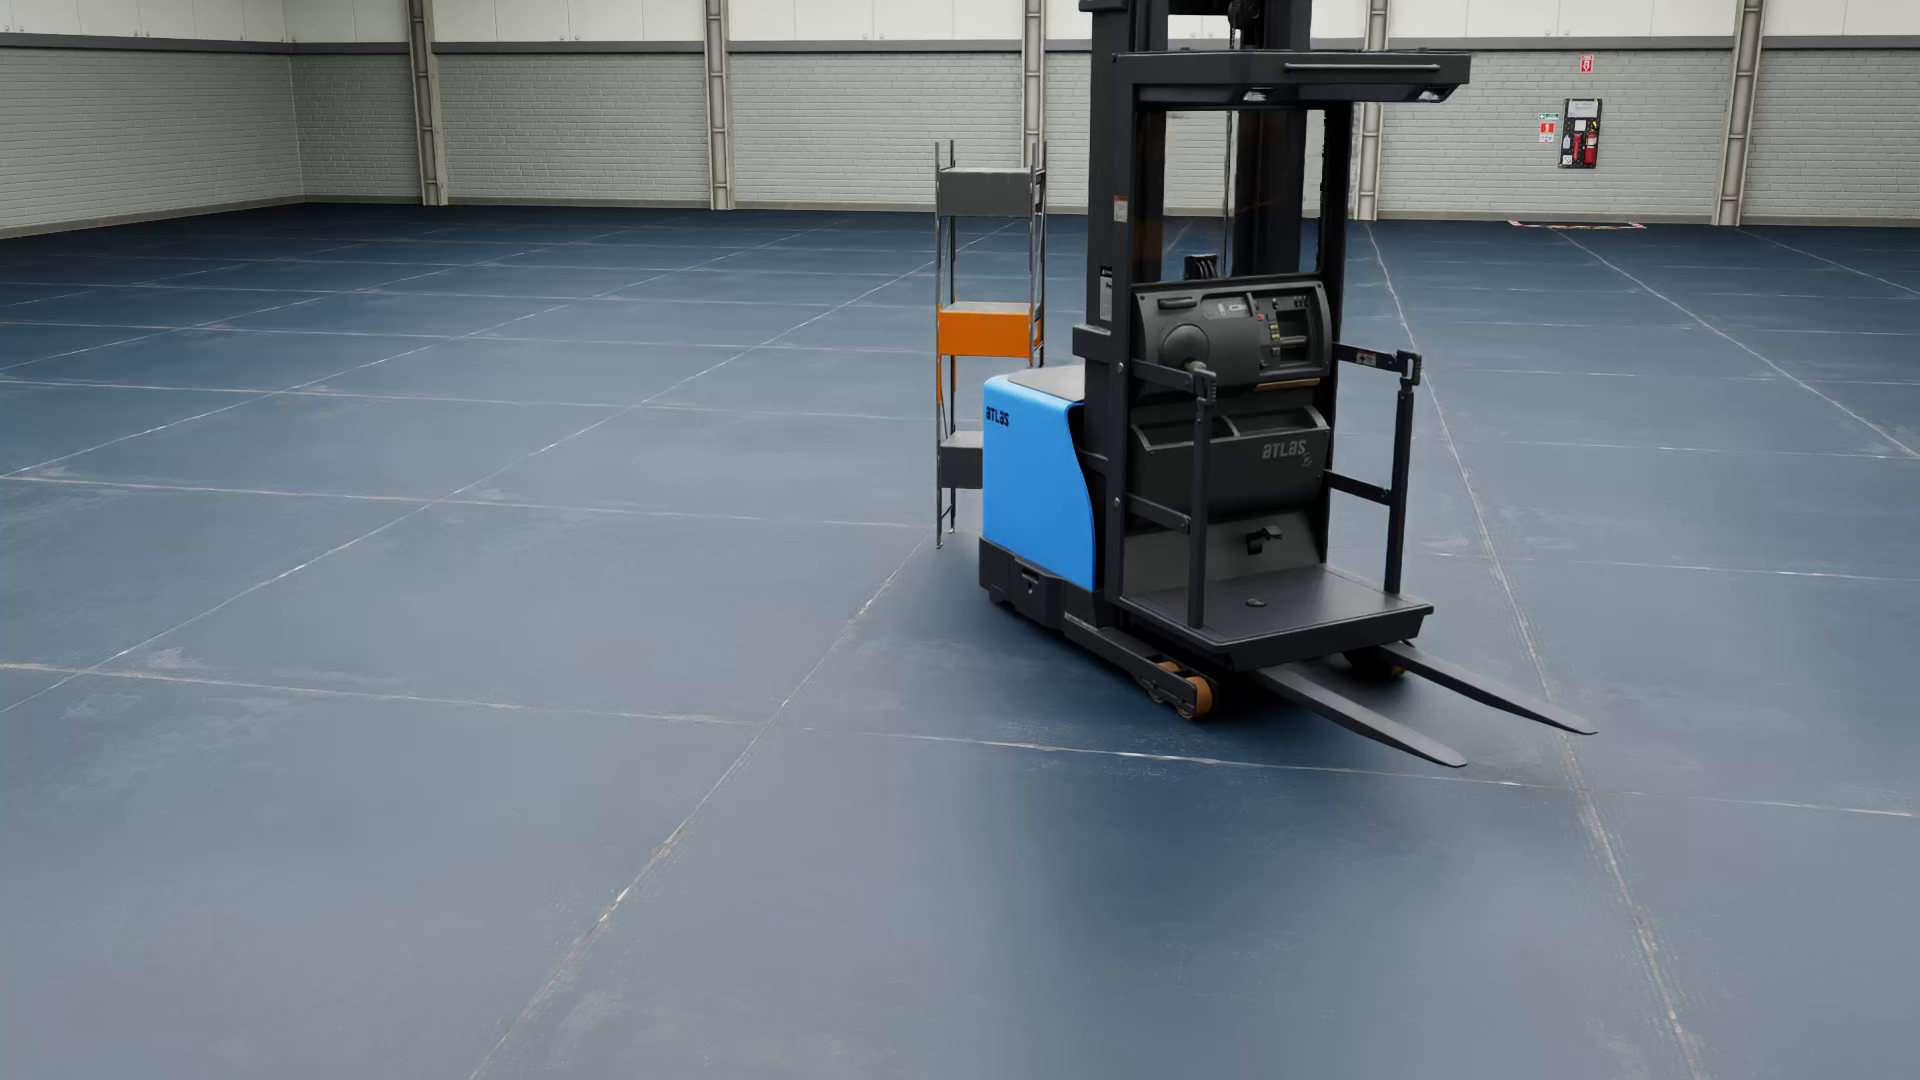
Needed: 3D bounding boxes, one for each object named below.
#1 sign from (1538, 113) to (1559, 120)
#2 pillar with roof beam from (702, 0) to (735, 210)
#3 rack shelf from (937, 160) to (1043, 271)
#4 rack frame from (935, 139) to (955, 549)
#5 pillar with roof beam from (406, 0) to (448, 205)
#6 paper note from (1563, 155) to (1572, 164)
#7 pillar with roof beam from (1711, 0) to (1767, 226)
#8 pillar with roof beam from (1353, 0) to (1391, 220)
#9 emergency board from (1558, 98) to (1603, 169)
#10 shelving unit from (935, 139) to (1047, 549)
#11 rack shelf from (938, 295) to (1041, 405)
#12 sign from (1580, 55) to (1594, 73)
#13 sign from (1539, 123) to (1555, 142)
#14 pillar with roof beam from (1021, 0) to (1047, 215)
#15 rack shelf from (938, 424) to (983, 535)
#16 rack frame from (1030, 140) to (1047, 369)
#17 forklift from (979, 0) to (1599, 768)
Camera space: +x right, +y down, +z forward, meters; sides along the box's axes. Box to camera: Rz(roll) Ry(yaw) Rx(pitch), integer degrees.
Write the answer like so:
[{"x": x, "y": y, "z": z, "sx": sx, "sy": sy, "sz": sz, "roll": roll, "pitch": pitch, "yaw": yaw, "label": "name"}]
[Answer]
[{"x": 10.160, "y": -7.307, "z": 28.694, "sx": 0.331, "sy": 0.109, "sz": 0.001, "roll": 3, "pitch": 16, "yaw": 11, "label": "sign"}, {"x": -5.405, "y": -9.562, "z": 26.655, "sx": 0.400, "sy": 9.000, "sz": 9.100, "roll": 3, "pitch": 16, "yaw": 11, "label": "pillar with roof beam"}, {"x": 0.162, "y": -1.665, "z": 8.497, "sx": 0.480, "sy": 0.518, "sz": 0.431, "roll": 3, "pitch": 16, "yaw": 11, "label": "rack shelf"}, {"x": -0.077, "y": -1.016, "z": 8.727, "sx": 0.015, "sy": 2.100, "sz": 0.400, "roll": 3, "pitch": 16, "yaw": 11, "label": "rack frame"}, {"x": -11.284, "y": -9.881, "z": 27.807, "sx": 0.400, "sy": 9.000, "sz": 9.100, "roll": 3, "pitch": 16, "yaw": 11, "label": "pillar with roof beam"}, {"x": 10.518, "y": -6.584, "z": 28.792, "sx": 0.142, "sy": 0.148, "sz": 0.016, "roll": 3, "pitch": 16, "yaw": 11, "label": "paper note"}, {"x": 12.234, "y": -8.605, "z": 23.198, "sx": 0.400, "sy": 9.000, "sz": 9.100, "roll": 3, "pitch": 16, "yaw": 11, "label": "pillar with roof beam"}, {"x": 6.355, "y": -8.924, "z": 24.350, "sx": 0.400, "sy": 9.000, "sz": 9.100, "roll": 3, "pitch": 16, "yaw": 11, "label": "pillar with roof beam"}, {"x": 10.678, "y": -6.981, "z": 28.575, "sx": 0.643, "sy": 1.169, "sz": 0.194, "roll": 3, "pitch": 16, "yaw": 11, "label": "emergency board"}, {"x": 0.162, "y": -1.003, "z": 8.680, "sx": 0.503, "sy": 2.100, "sz": 0.431, "roll": 3, "pitch": 16, "yaw": 11, "label": "shelving unit"}, {"x": 0.162, "y": -0.990, "z": 8.684, "sx": 0.480, "sy": 0.518, "sz": 0.431, "roll": 3, "pitch": 16, "yaw": 11, "label": "rack shelf"}, {"x": 10.690, "y": -8.125, "z": 28.361, "sx": 0.199, "sy": 0.298, "sz": 0.001, "roll": 3, "pitch": 16, "yaw": 11, "label": "sign"}, {"x": 10.157, "y": -7.055, "z": 28.774, "sx": 0.234, "sy": 0.329, "sz": 0.001, "roll": 3, "pitch": 16, "yaw": 11, "label": "sign"}, {"x": 0.475, "y": -9.243, "z": 25.503, "sx": 0.400, "sy": 9.000, "sz": 9.100, "roll": 3, "pitch": 16, "yaw": 11, "label": "pillar with roof beam"}, {"x": 0.162, "y": -0.315, "z": 8.870, "sx": 0.480, "sy": 0.518, "sz": 0.431, "roll": 3, "pitch": 16, "yaw": 11, "label": "rack shelf"}, {"x": 0.401, "y": -0.990, "z": 8.633, "sx": 0.015, "sy": 2.100, "sz": 0.400, "roll": 3, "pitch": 16, "yaw": 11, "label": "rack frame"}, {"x": 1.221, "y": -0.851, "z": 6.575, "sx": 1.130, "sy": 2.935, "sz": 3.031, "roll": -8, "pitch": 17, "yaw": -27, "label": "forklift"}]
